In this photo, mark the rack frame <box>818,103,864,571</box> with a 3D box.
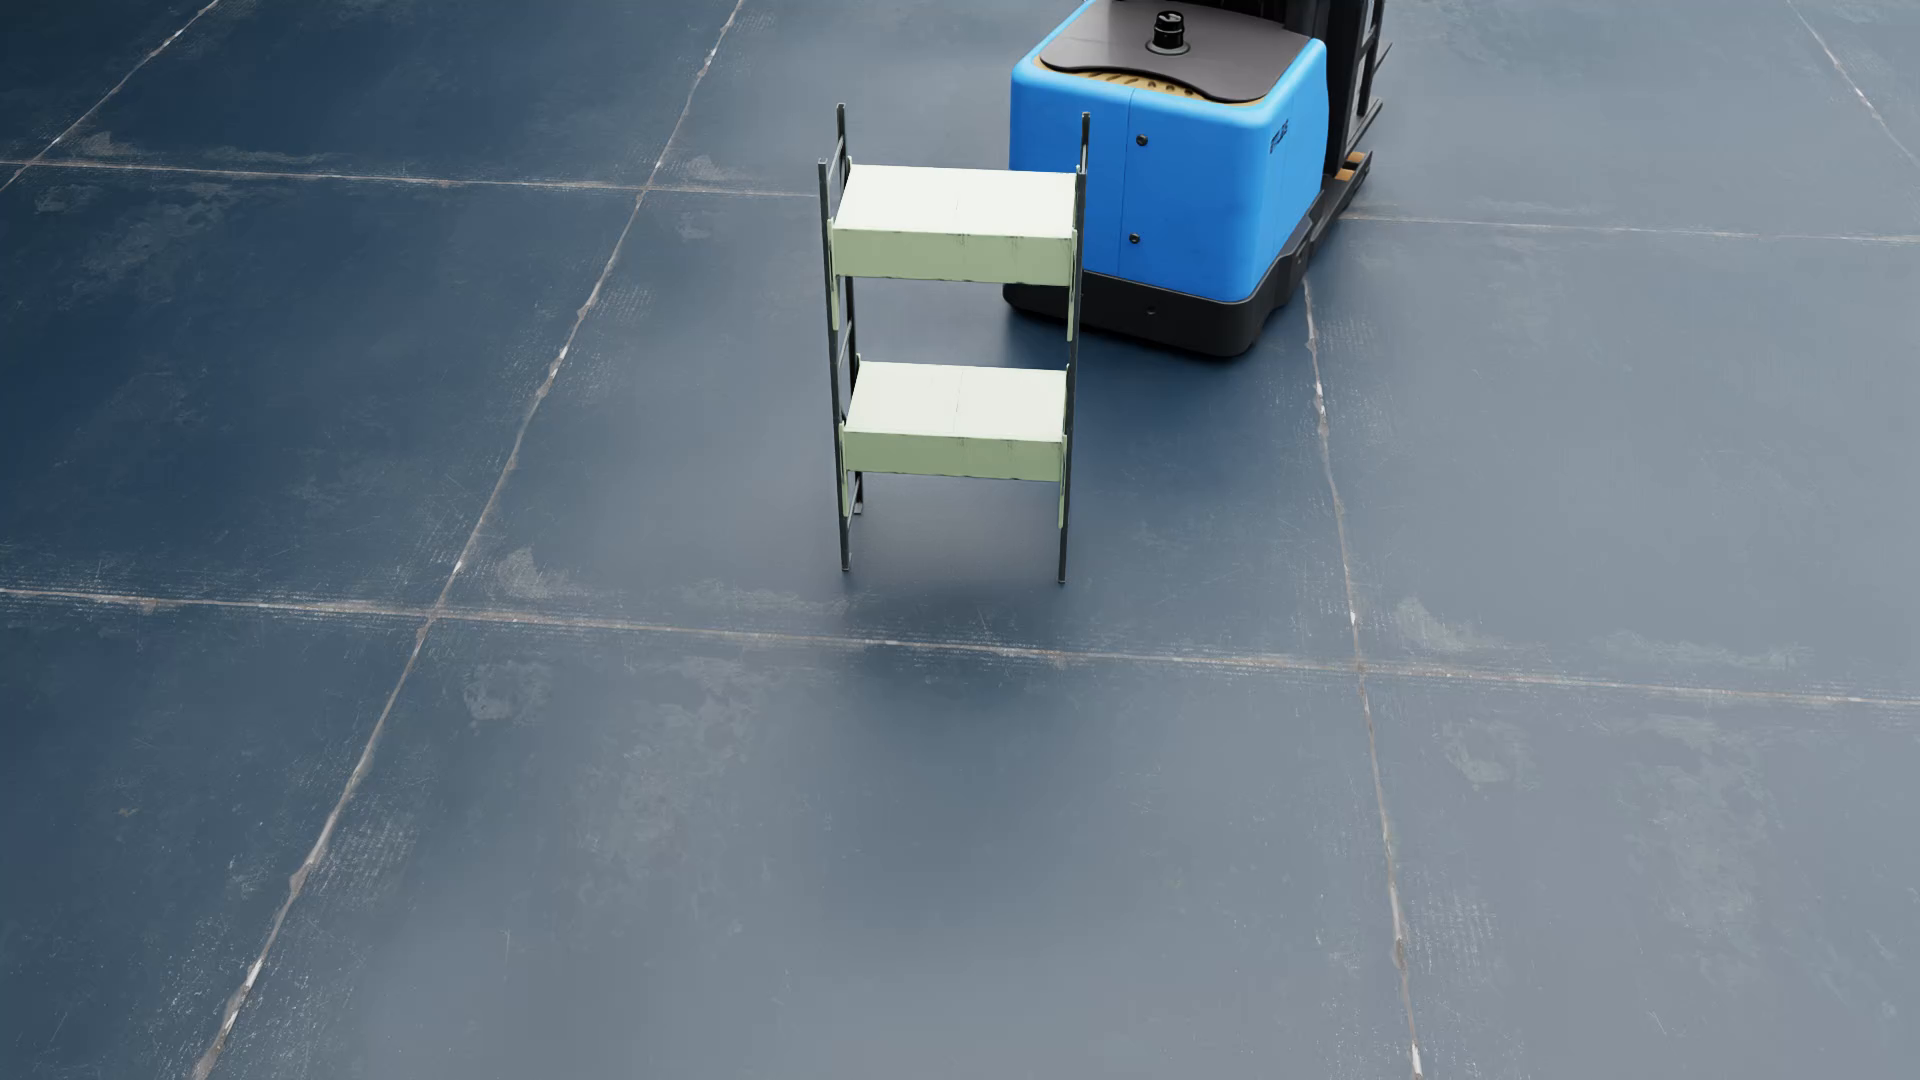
[{"bbox_3d":[-0.371,-0.602,5.301,0.023,1.500,0.400,3,39,4],"label":"rack frame"}]

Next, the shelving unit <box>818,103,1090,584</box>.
[{"bbox_3d":[-0.007,-0.582,5.277,0.755,1.500,0.431,3,39,4],"label":"shelving unit"}]

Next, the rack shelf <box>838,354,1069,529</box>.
[{"bbox_3d":[-0.007,-0.329,5.483,0.720,0.370,0.431,3,39,4],"label":"rack shelf"}]

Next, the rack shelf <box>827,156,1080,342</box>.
[{"bbox_3d":[-0.007,-0.885,5.031,0.720,0.370,0.431,3,39,4],"label":"rack shelf"}]

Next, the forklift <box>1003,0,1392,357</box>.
[{"bbox_3d":[1.268,-2.781,6.845,1.130,2.935,3.031,17,42,20],"label":"forklift"}]

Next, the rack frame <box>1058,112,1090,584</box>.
[{"bbox_3d":[0.358,-0.562,5.252,0.023,1.500,0.400,3,39,4],"label":"rack frame"}]
